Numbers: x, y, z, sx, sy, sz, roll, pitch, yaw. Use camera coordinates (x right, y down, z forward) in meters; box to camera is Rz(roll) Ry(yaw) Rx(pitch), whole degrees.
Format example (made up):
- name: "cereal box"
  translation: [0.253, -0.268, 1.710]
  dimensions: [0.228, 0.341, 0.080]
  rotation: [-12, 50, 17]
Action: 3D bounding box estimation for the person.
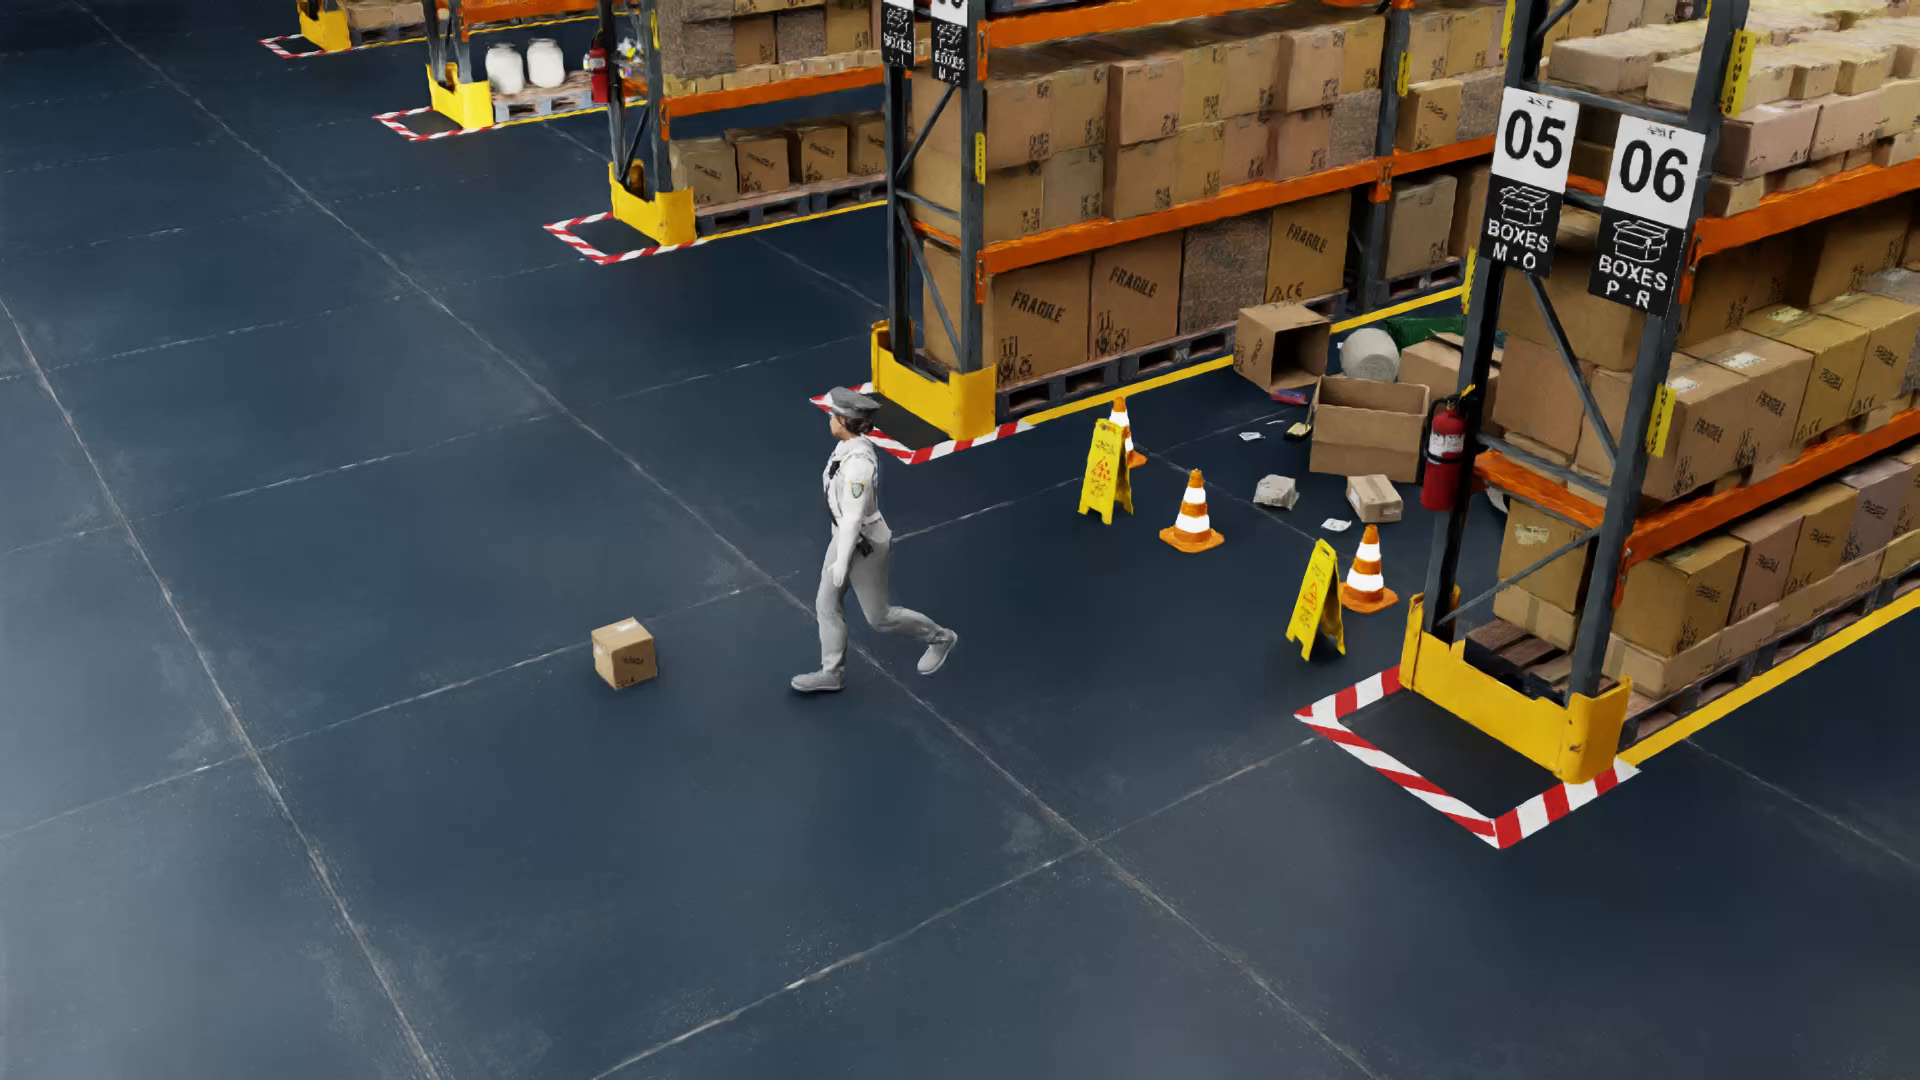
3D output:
- name: "person"
  translation: [-0.485, -0.003, 8.637]
  dimensions: [0.904, 1.619, 0.483]
  rotation: [-8, 30, -14]
